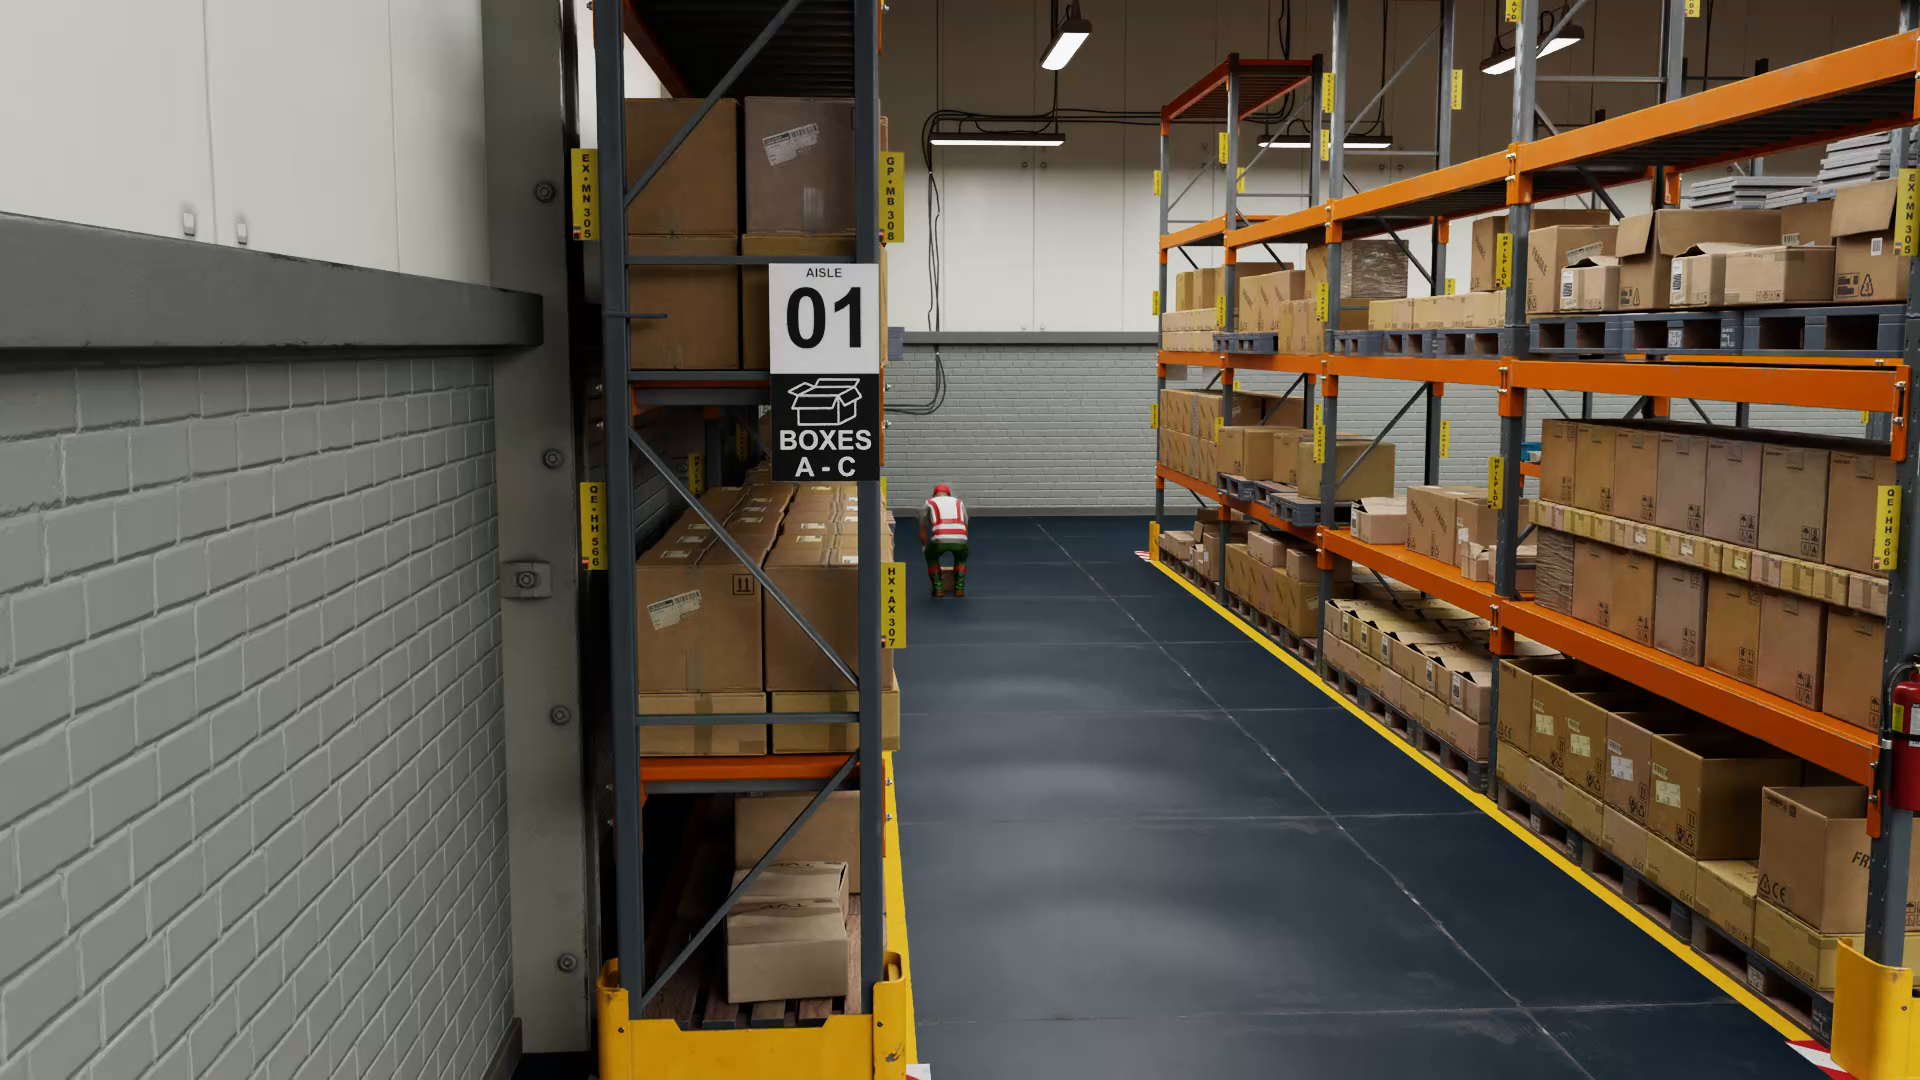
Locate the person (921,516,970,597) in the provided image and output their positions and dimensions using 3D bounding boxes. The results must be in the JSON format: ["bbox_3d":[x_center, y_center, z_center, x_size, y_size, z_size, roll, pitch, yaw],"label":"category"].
[{"bbox_3d":[-0.168,0.189,19.413,0.567,0.883,0.888,0,7,-4],"label":"person"}]
